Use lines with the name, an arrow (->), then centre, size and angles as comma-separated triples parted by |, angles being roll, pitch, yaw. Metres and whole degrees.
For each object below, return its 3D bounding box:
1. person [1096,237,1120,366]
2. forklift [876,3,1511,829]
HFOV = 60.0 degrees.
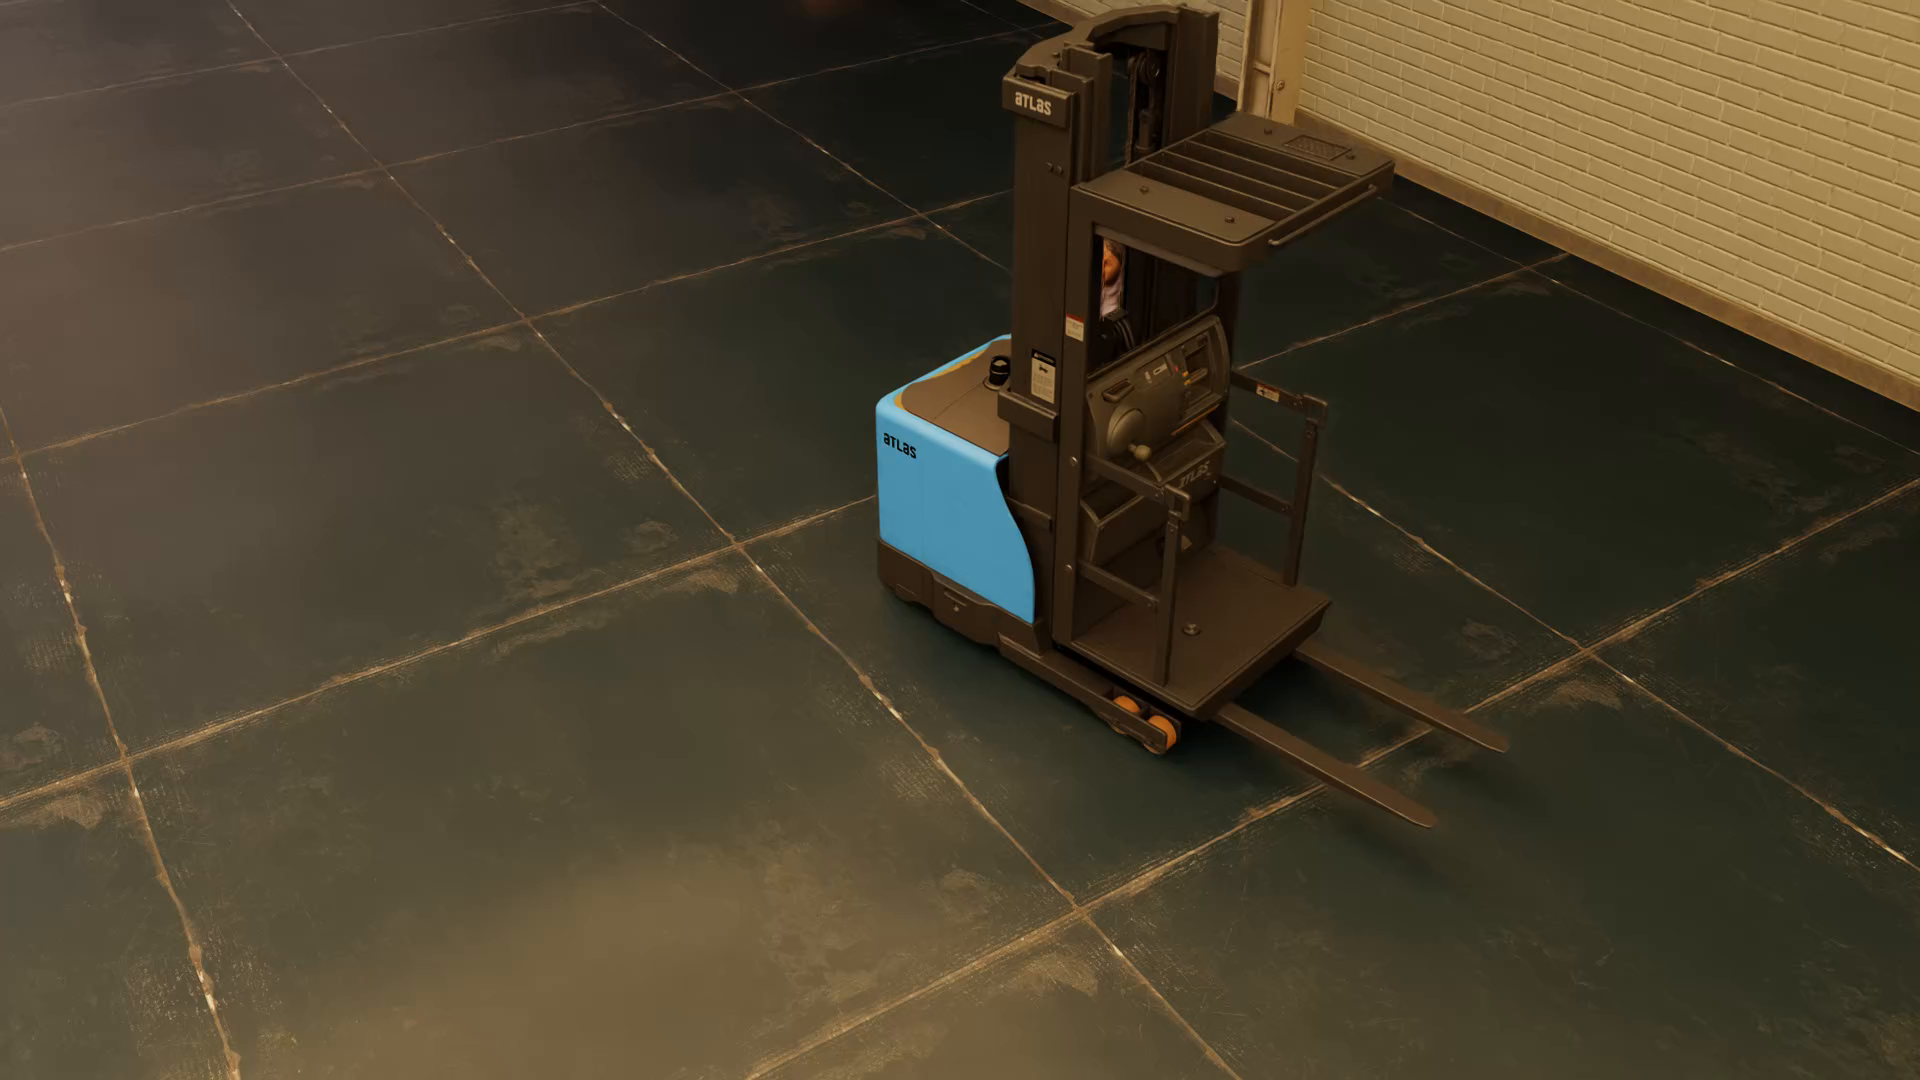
person -> 0.663, -0.798, 8.483 | 0.890, 1.572, 0.633 | 24, 42, 30
forklift -> 1.009, -0.596, 6.996 | 3.031, 2.935, 1.130 | 28, 44, 34
